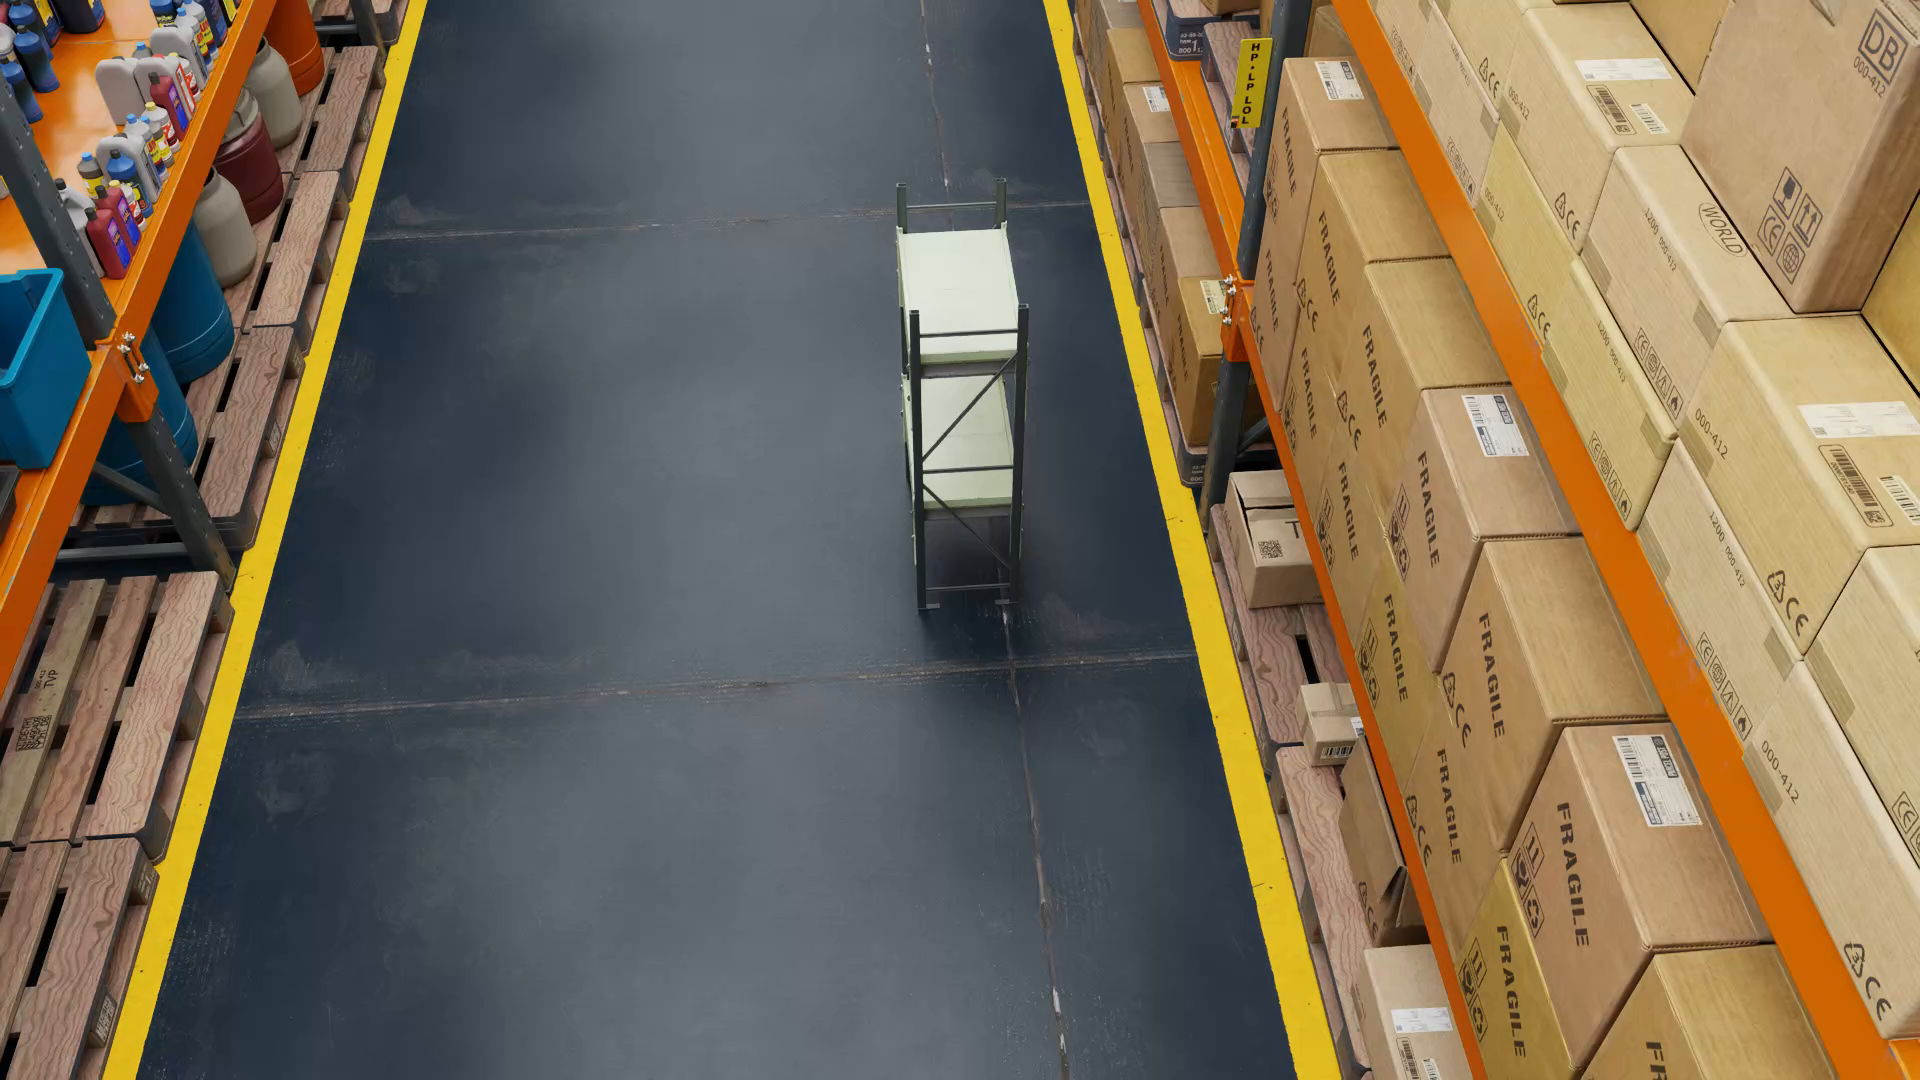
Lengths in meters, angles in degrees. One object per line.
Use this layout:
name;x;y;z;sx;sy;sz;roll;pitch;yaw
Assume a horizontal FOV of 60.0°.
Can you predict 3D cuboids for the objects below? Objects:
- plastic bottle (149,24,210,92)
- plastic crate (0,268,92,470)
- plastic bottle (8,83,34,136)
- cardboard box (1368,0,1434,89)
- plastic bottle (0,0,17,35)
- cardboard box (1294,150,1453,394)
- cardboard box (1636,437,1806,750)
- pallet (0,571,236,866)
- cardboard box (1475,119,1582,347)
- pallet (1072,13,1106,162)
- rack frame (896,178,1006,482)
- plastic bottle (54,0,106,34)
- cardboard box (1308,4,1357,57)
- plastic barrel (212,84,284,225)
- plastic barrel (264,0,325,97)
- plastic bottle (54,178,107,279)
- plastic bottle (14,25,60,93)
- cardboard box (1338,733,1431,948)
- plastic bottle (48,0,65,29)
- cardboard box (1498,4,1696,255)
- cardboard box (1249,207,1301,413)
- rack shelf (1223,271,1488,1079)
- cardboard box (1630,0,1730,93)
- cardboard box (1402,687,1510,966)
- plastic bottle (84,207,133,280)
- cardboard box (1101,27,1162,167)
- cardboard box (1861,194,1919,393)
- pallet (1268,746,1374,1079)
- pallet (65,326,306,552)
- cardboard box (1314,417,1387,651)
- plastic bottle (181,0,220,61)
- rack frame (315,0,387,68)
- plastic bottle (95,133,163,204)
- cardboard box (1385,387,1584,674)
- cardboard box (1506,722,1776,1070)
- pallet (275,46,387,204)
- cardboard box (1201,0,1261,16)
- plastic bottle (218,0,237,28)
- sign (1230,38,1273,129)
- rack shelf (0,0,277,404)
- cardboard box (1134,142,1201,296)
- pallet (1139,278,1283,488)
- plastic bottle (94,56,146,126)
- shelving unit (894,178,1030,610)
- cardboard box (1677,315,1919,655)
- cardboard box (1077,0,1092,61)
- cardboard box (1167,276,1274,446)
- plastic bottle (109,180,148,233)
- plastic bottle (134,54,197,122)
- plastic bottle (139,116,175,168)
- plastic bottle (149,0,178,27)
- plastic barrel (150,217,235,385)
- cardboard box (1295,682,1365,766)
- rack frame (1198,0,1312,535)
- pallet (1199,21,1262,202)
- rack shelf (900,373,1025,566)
plastic bottle;-3.189;-1.982;6.783;0.152;0.276;0.135;-3;47;-3
plastic crate;-3.054;-0.527;5.289;0.392;0.384;0.575;-3;47;-3
plastic bottle;-3.738;-1.700;6.519;0.097;0.271;0.097;0;47;0
cardboard box;1.335;-1.378;4.163;0.500;0.250;0.500;-3;47;-3
plastic bottle;-3.957;-2.113;6.902;0.061;0.283;0.133;-3;47;-3
cardboard box;1.306;-0.774;4.796;0.500;0.500;0.500;-5;47;-5
cardboard box;1.501;0.069;2.793;0.500;0.250;0.500;-3;47;-3
pallet;-3.333;0.660;6.116;1.003;0.211;1.213;-3;47;-3
cardboard box;1.421;-0.655;3.478;0.500;0.250;0.500;-3;47;-3
pallet;1.193;-2.520;9.128;1.003;0.211;1.213;-3;47;-3
rack frame;-0.031;-0.785;6.597;0.400;1.500;0.023;-3;47;-3
plastic bottle;-3.788;-2.361;7.090;0.144;0.351;0.185;-3;47;-3
cardboard box;1.686;-1.662;6.037;0.700;0.500;0.500;-18;49;-16
plastic barrel;-3.616;-1.868;7.961;0.600;0.588;0.708;-3;47;-3
plastic barrel;-3.710;-2.768;8.648;0.600;0.830;0.708;-3;47;-3
plastic bottle;-3.143;-1.115;5.911;0.144;0.351;0.185;-3;47;-3
plastic bottle;-3.769;-1.965;6.771;0.097;0.271;0.097;0;47;0
cardboard box;1.665;0.939;5.348;0.797;0.503;0.637;-3;47;-3
plastic bottle;-3.938;-2.344;7.126;0.152;0.276;0.135;-3;47;-3
cardboard box;1.412;-0.826;3.296;0.500;0.250;0.500;-3;47;-3
cardboard box;1.274;-0.776;5.487;0.500;0.500;0.500;-2;47;-2
rack shelf;1.670;0.567;4.779;1.077;0.370;4.000;-3;47;-3
cardboard box;1.724;-1.103;3.042;0.700;0.500;0.500;-3;47;-3
cardboard box;1.446;0.689;4.100;0.500;0.500;0.500;-3;47;-3
plastic bottle;-3.039;-1.080;5.924;0.061;0.283;0.133;-3;47;-3
cardboard box;1.008;-2.225;8.346;0.500;0.500;0.500;-4;47;-4
cardboard box;1.821;-0.380;2.357;0.700;0.500;0.500;-3;47;-3
pallet;1.665;1.213;5.592;1.003;0.211;1.213;-3;47;-3
pallet;-3.456;-0.431;7.149;1.003;0.211;1.213;-3;47;-3
cardboard box;1.360;-0.044;4.793;0.500;0.500;0.500;-4;47;-4
plastic bottle;-3.180;-2.136;6.932;0.097;0.271;0.097;0;47;0
rack frame;-3.768;-3.723;8.346;1.000;3.000;0.127;-3;47;-3
plastic bottle;-3.123;-1.409;6.240;0.152;0.276;0.135;-3;47;-3
cardboard box;1.392;-0.029;4.090;0.500;0.500;0.500;-2;47;-2
cardboard box;1.484;0.718;3.383;0.500;0.500;0.500;-2;47;-2
pallet;-3.661;-2.196;8.821;1.003;0.211;1.213;-3;47;-3
cardboard box;1.294;-2.580;6.906;0.700;0.500;0.500;-14;48;-13
plastic bottle;-3.187;-2.359;7.135;0.061;0.283;0.133;-3;47;-3
sign;0.950;-1.489;5.433;0.100;0.325;0.005;-3;47;-3
rack shelf;-3.601;-2.028;7.237;1.077;0.370;4.000;-3;47;-3
cardboard box;1.102;-1.480;7.640;0.500;0.500;0.500;-3;47;-3
pallet;1.397;-0.754;7.456;1.003;0.211;1.213;-3;47;-3
plastic bottle;-3.321;-1.805;6.615;0.152;0.276;0.135;-3;47;-3
shelving unit;-0.001;-0.521;6.347;0.431;1.500;0.755;-3;47;-3
cardboard box;1.499;-0.103;2.611;0.500;0.250;0.500;-3;47;-3
cardboard box;0.922;-2.966;9.048;0.500;0.500;0.500;-2;47;-2
cardboard box;1.176;-0.759;6.958;0.500;0.500;0.500;-4;47;-4
plastic bottle;-3.078;-1.231;6.123;0.097;0.201;0.097;0;47;0
plastic bottle;-3.170;-1.814;6.624;0.152;0.276;0.135;-3;47;-3
plastic bottle;-3.114;-1.539;6.415;0.097;0.201;0.097;0;47;0
plastic bottle;-3.332;-2.198;6.991;0.097;0.271;0.097;0;47;0
plastic barrel;-3.521;-1.159;7.074;0.600;0.901;0.708;-3;47;-3
cardboard box;1.405;0.638;5.865;0.380;0.166;0.250;-3;47;-3
rack frame;1.503;-1.127;5.888;1.000;3.000;0.127;-3;47;-3
pallet;1.545;-1.646;6.512;1.003;0.211;1.213;-3;47;-3
rack shelf;-0.001;-0.296;6.583;0.431;0.370;0.720;-3;47;-3
